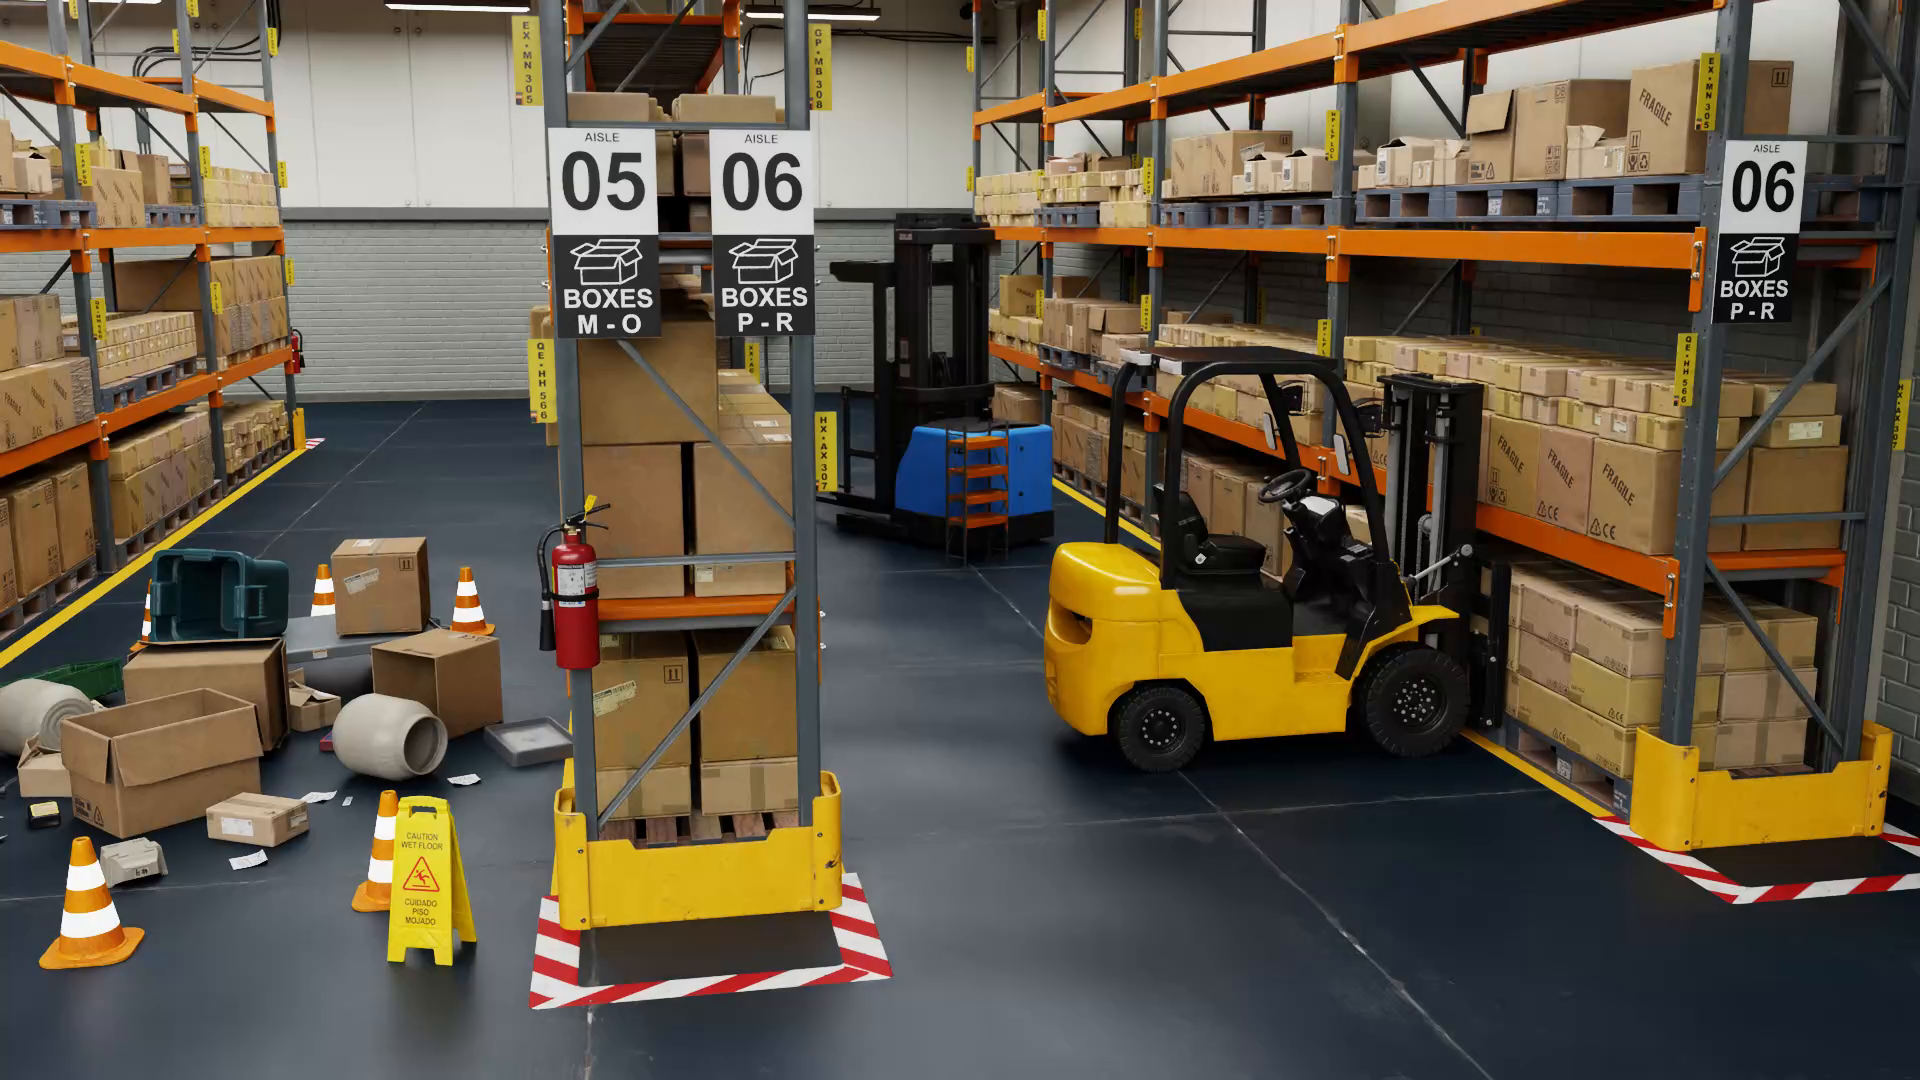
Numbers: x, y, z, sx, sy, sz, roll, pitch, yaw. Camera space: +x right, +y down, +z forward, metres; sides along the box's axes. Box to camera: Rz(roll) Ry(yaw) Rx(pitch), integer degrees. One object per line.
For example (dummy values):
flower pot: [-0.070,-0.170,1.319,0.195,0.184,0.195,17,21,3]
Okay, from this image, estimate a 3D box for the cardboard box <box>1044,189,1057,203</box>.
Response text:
cardboard box: [1.137,-3.783,18.306,0.380,0.149,0.250,-2,11,-10]

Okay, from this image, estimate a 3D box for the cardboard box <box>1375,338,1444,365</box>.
cardboard box: [2.936,-1.228,10.830,0.380,0.149,0.250,-2,11,-10]

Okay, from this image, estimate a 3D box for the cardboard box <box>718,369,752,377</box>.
cardboard box: [-1.529,-0.769,10.153,0.500,0.500,0.500,-2,11,-12]

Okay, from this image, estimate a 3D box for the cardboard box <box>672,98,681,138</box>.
cardboard box: [-1.015,-1.773,7.006,0.380,0.149,0.250,-2,11,-11]

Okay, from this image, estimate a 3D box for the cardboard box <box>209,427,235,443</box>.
cardboard box: [-8.111,-1.137,18.057,0.380,0.149,0.250,-2,11,-8]

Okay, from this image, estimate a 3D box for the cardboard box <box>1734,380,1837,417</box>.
cardboard box: [3.931,-0.677,7.935,0.380,0.149,0.250,-2,11,-12]

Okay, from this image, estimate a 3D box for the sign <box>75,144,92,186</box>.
sign: [-6.928,-2.967,13.144,0.100,0.325,0.005,-2,11,-11]

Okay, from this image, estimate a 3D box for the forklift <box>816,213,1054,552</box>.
forklift: [-0.510,-1.555,15.527,1.130,2.935,3.031,-9,14,-41]

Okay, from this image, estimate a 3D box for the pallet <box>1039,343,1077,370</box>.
pallet: [1.501,-2.050,18.459,1.003,0.211,1.213,-2,11,-11]

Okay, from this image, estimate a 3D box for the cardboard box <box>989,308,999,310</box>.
cardboard box: [0.498,-3.008,22.584,0.500,0.250,0.500,-2,11,-11]

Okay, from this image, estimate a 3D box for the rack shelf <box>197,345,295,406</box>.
rack shelf: [-8.641,-1.929,19.231,1.077,0.370,4.000,-2,11,-11]

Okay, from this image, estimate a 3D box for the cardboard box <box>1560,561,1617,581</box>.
cardboard box: [3.691,0.281,9.257,0.500,0.250,0.500,-2,11,-11]

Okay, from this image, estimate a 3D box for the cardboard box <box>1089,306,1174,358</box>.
cardboard box: [1.732,-2.111,16.866,0.797,0.503,0.637,-2,11,-12]

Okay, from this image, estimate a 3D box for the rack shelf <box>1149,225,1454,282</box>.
rack shelf: [2.619,-2.315,13.237,1.077,0.370,4.000,-2,11,-11]

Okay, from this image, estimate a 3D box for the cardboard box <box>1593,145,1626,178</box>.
cardboard box: [3.327,-1.841,8.103,0.380,0.149,0.250,-2,11,-13]

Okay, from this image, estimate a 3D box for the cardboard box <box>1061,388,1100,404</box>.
cardboard box: [1.359,-1.617,18.700,0.380,0.149,0.250,-3,11,-14]

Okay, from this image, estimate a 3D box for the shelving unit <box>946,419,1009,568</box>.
shelving unit: [0.148,-0.398,14.080,0.503,1.200,0.258,-10,14,-41]

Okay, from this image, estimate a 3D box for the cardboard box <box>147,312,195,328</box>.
cardboard box: [-7.982,-2.224,16.816,0.380,0.149,0.250,-2,11,-8]

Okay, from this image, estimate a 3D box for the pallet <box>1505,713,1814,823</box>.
pallet: [3.597,1.137,8.658,1.003,0.211,1.213,-2,11,-11]

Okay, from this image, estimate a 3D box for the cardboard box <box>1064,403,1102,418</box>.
cardboard box: [1.391,-1.469,18.717,0.380,0.149,0.250,-2,11,-13]

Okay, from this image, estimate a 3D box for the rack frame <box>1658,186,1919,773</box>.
rack frame: [3.786,-0.094,7.669,1.000,3.000,0.127,-2,11,-11]

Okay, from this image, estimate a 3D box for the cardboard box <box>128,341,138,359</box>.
cardboard box: [-7.578,-1.697,14.844,0.380,0.149,0.250,-2,11,-11]

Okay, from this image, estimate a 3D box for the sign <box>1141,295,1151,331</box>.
sign: [1.700,-2.070,15.164,0.100,0.325,0.005,-2,11,-11]

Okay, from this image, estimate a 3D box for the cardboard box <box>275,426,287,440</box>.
cardboard box: [-8.573,-1.322,20.623,0.380,0.149,0.250,-2,11,-9]

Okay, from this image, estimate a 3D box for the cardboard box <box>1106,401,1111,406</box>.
cardboard box: [1.863,-1.487,18.813,0.380,0.149,0.250,-2,11,-11]

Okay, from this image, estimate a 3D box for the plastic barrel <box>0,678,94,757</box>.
plastic barrel: [-4.970,0.970,8.969,0.512,0.421,0.421,6,12,28]

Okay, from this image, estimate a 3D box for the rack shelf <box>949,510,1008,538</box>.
rack shelf: [0.148,-0.137,14.130,0.480,0.148,0.258,-10,14,-41]

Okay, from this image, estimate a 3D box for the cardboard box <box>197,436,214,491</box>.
cardboard box: [-7.861,-0.767,16.766,0.500,0.500,0.500,-2,11,-12]

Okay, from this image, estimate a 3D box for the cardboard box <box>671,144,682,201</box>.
cardboard box: [-1.131,-1.747,7.938,0.500,0.250,0.500,-2,11,-9]

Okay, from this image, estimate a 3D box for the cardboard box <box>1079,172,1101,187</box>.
cardboard box: [1.437,-3.696,17.054,0.380,0.149,0.250,-2,11,-11]

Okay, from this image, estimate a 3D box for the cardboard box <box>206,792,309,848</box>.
cardboard box: [-3.318,1.321,7.860,0.380,0.149,0.250,4,11,18]

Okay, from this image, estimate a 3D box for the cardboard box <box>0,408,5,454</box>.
cardboard box: [-6.728,-0.788,11.045,0.500,0.500,0.500,-2,11,-11]

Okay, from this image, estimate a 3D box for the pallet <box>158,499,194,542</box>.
pallet: [-7.858,-0.178,15.570,1.003,0.211,1.213,-2,11,-11]

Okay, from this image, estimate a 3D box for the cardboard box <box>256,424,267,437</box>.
cardboard box: [-8.399,-1.277,19.589,0.380,0.149,0.250,-2,11,-8]

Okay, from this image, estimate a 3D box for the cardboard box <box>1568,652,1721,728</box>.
cardboard box: [3.385,0.727,8.249,0.500,0.250,0.500,-2,11,-12]

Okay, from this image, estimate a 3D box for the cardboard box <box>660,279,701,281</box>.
cardboard box: [-2.780,-2.299,16.309,0.500,0.500,0.500,-2,11,-10]

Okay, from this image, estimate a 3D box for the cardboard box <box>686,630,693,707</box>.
cardboard box: [-1.079,0.605,8.220,0.500,0.500,0.500,-3,11,-13]

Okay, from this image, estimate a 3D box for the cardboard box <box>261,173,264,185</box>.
cardboard box: [-8.704,-4.392,20.224,0.380,0.149,0.250,-2,11,-10]

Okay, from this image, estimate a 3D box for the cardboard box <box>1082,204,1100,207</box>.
cardboard box: [1.633,-3.944,19.480,0.500,0.250,0.500,-2,11,-12]

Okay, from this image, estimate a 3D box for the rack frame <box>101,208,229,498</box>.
rack frame: [-8.252,-1.915,17.237,1.000,3.000,0.127,-2,11,-11]

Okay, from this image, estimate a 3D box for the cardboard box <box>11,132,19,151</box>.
cardboard box: [-7.807,-3.145,13.361,0.396,0.266,0.258,-2,11,-11]

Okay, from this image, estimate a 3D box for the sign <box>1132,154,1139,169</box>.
sign: [1.996,-4.237,18.976,0.100,0.325,0.005,-2,11,-11]

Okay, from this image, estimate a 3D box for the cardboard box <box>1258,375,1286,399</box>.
cardboard box: [2.555,-1.174,12.409,0.500,0.250,0.500,-2,11,-12]

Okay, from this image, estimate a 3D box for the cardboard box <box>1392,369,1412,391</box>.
cardboard box: [2.917,-0.985,10.349,0.380,0.149,0.250,-2,11,-10]

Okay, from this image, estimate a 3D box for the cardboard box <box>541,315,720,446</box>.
cardboard box: [-1.395,-0.685,7.036,0.700,0.500,0.500,-2,11,-12]

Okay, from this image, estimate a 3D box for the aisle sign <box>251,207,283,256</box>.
aisle sign: [-8.749,-3.950,20.976,0.394,0.787,0.004,-2,11,-11]

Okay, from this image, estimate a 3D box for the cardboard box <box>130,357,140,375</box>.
cardboard box: [-7.576,-1.551,14.871,0.380,0.149,0.250,-2,11,-9]

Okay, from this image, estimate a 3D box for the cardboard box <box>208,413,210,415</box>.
cardboard box: [-8.986,-1.398,19.429,0.380,0.149,0.250,-2,11,-10]

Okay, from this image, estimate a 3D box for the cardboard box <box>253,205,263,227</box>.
cardboard box: [-8.492,-3.790,19.466,0.500,0.250,0.500,-2,11,-9]

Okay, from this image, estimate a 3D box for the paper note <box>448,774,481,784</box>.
paper note: [-2.566,1.236,8.618,0.142,0.019,0.148,-6,13,-31]

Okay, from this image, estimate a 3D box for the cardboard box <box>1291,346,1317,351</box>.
cardboard box: [2.660,-1.344,12.231,0.380,0.149,0.250,-2,11,-11]

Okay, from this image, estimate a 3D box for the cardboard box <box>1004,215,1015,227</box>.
cardboard box: [0.764,-3.982,20.743,0.380,0.149,0.250,-2,11,-10]

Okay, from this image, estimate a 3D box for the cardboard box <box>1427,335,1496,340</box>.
cardboard box: [3.367,-1.294,11.175,0.380,0.149,0.250,-2,11,-11]
